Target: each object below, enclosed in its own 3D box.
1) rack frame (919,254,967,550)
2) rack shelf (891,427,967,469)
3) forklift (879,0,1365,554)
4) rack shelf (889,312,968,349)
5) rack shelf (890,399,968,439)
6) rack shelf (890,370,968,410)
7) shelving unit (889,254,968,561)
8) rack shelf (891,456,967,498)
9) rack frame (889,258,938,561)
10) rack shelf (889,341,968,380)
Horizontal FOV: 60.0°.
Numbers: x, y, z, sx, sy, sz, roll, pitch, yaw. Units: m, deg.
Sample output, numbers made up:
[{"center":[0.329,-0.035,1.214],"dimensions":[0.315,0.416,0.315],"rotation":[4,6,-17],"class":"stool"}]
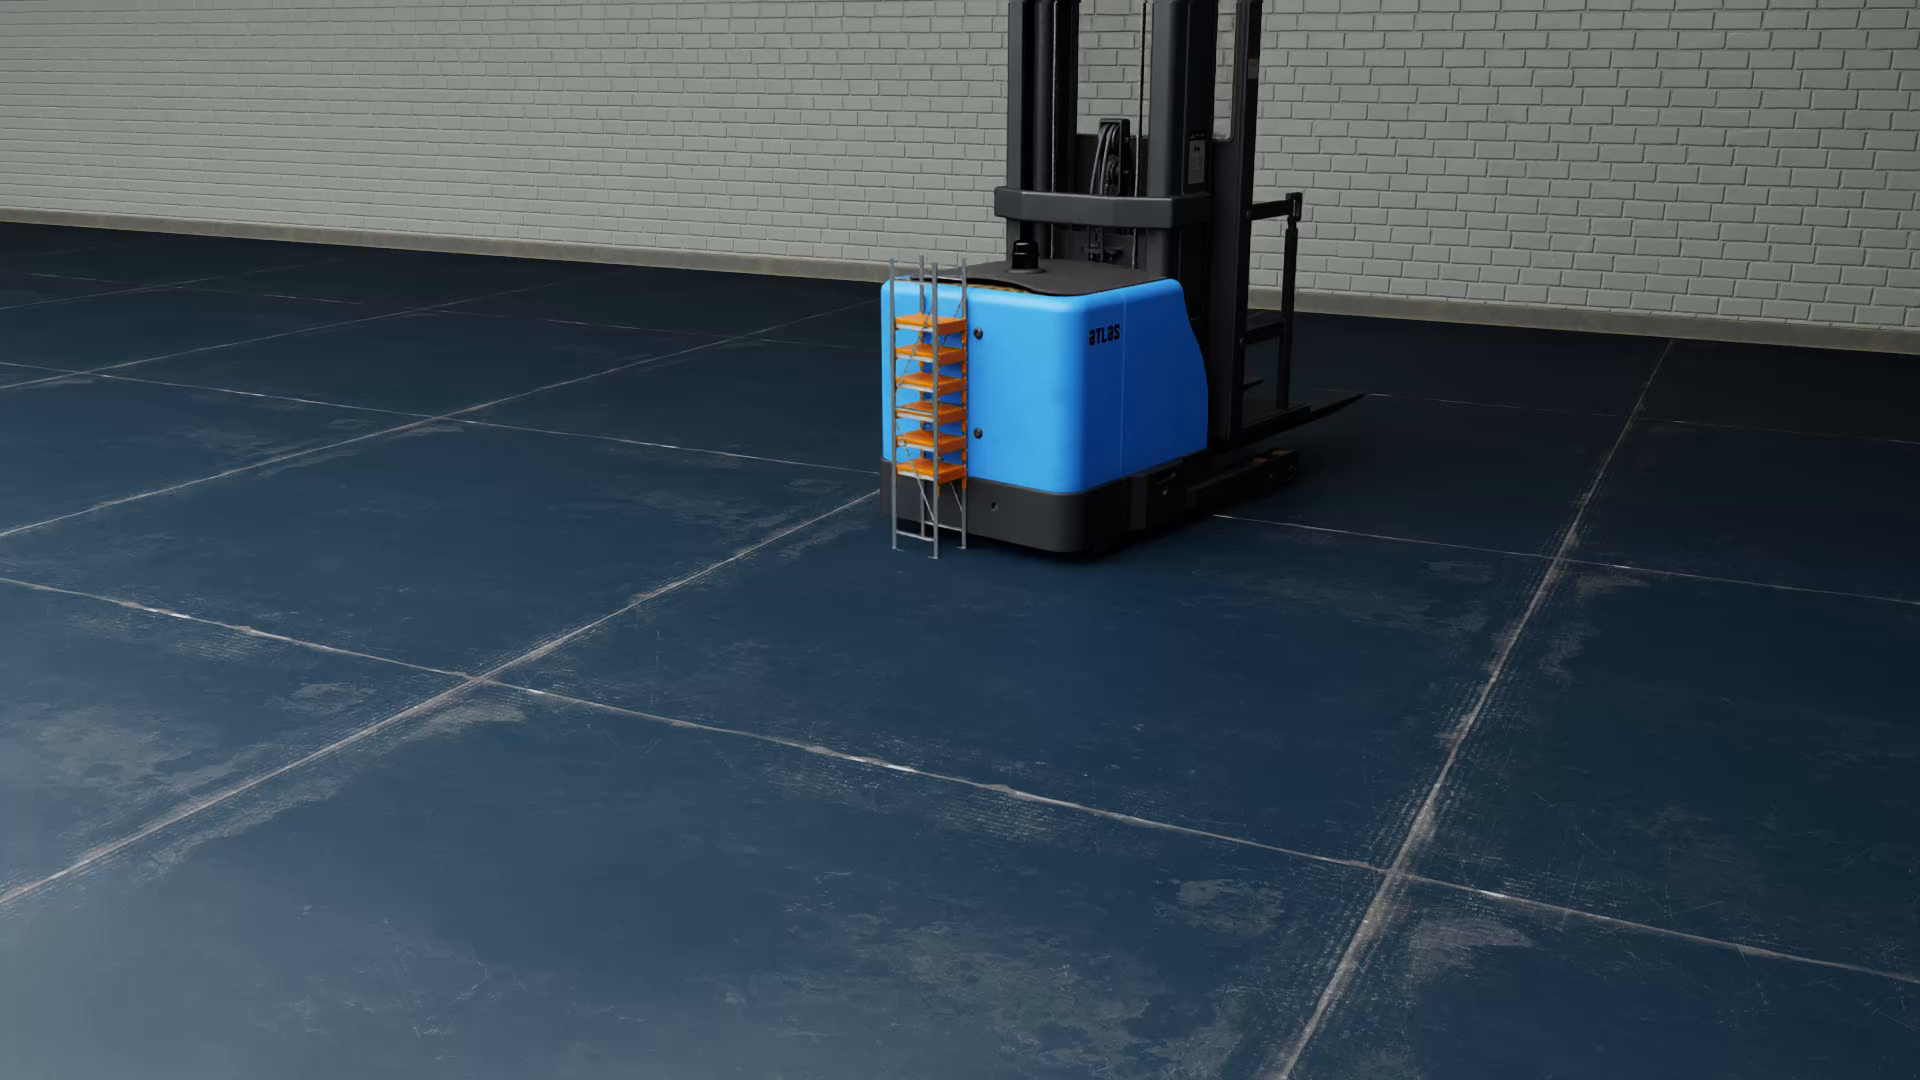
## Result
[{"center":[-0.069,-0.554,6.783],"dimensions":[0.240,1.200,0.006],"rotation":[13,21,37],"class":"rack frame"},{"center":[-0.126,-0.376,6.761],"dimensions":[0.258,0.103,0.180],"rotation":[13,21,37],"class":"rack shelf"},{"center":[0.965,-1.703,7.611],"dimensions":[1.130,2.935,3.031],"rotation":[13,21,37],"class":"forklift"},{"center":[-0.126,-0.836,6.625],"dimensions":[0.258,0.103,0.180],"rotation":[13,21,37],"class":"rack shelf"},{"center":[-0.126,-0.491,6.727],"dimensions":[0.258,0.103,0.180],"rotation":[13,21,37],"class":"rack shelf"},{"center":[-0.126,-0.606,6.693],"dimensions":[0.258,0.103,0.180],"rotation":[13,21,37],"class":"rack shelf"},{"center":[-0.126,-0.534,6.715],"dimensions":[0.258,1.200,0.189],"rotation":[13,21,37],"class":"shelving unit"},{"center":[-0.126,-0.261,6.796],"dimensions":[0.258,0.103,0.180],"rotation":[13,21,37],"class":"rack shelf"},{"center":[-0.183,-0.513,6.646],"dimensions":[0.240,1.200,0.006],"rotation":[13,21,37],"class":"rack frame"},{"center":[-0.126,-0.721,6.659],"dimensions":[0.258,0.103,0.180],"rotation":[13,21,37],"class":"rack shelf"}]
